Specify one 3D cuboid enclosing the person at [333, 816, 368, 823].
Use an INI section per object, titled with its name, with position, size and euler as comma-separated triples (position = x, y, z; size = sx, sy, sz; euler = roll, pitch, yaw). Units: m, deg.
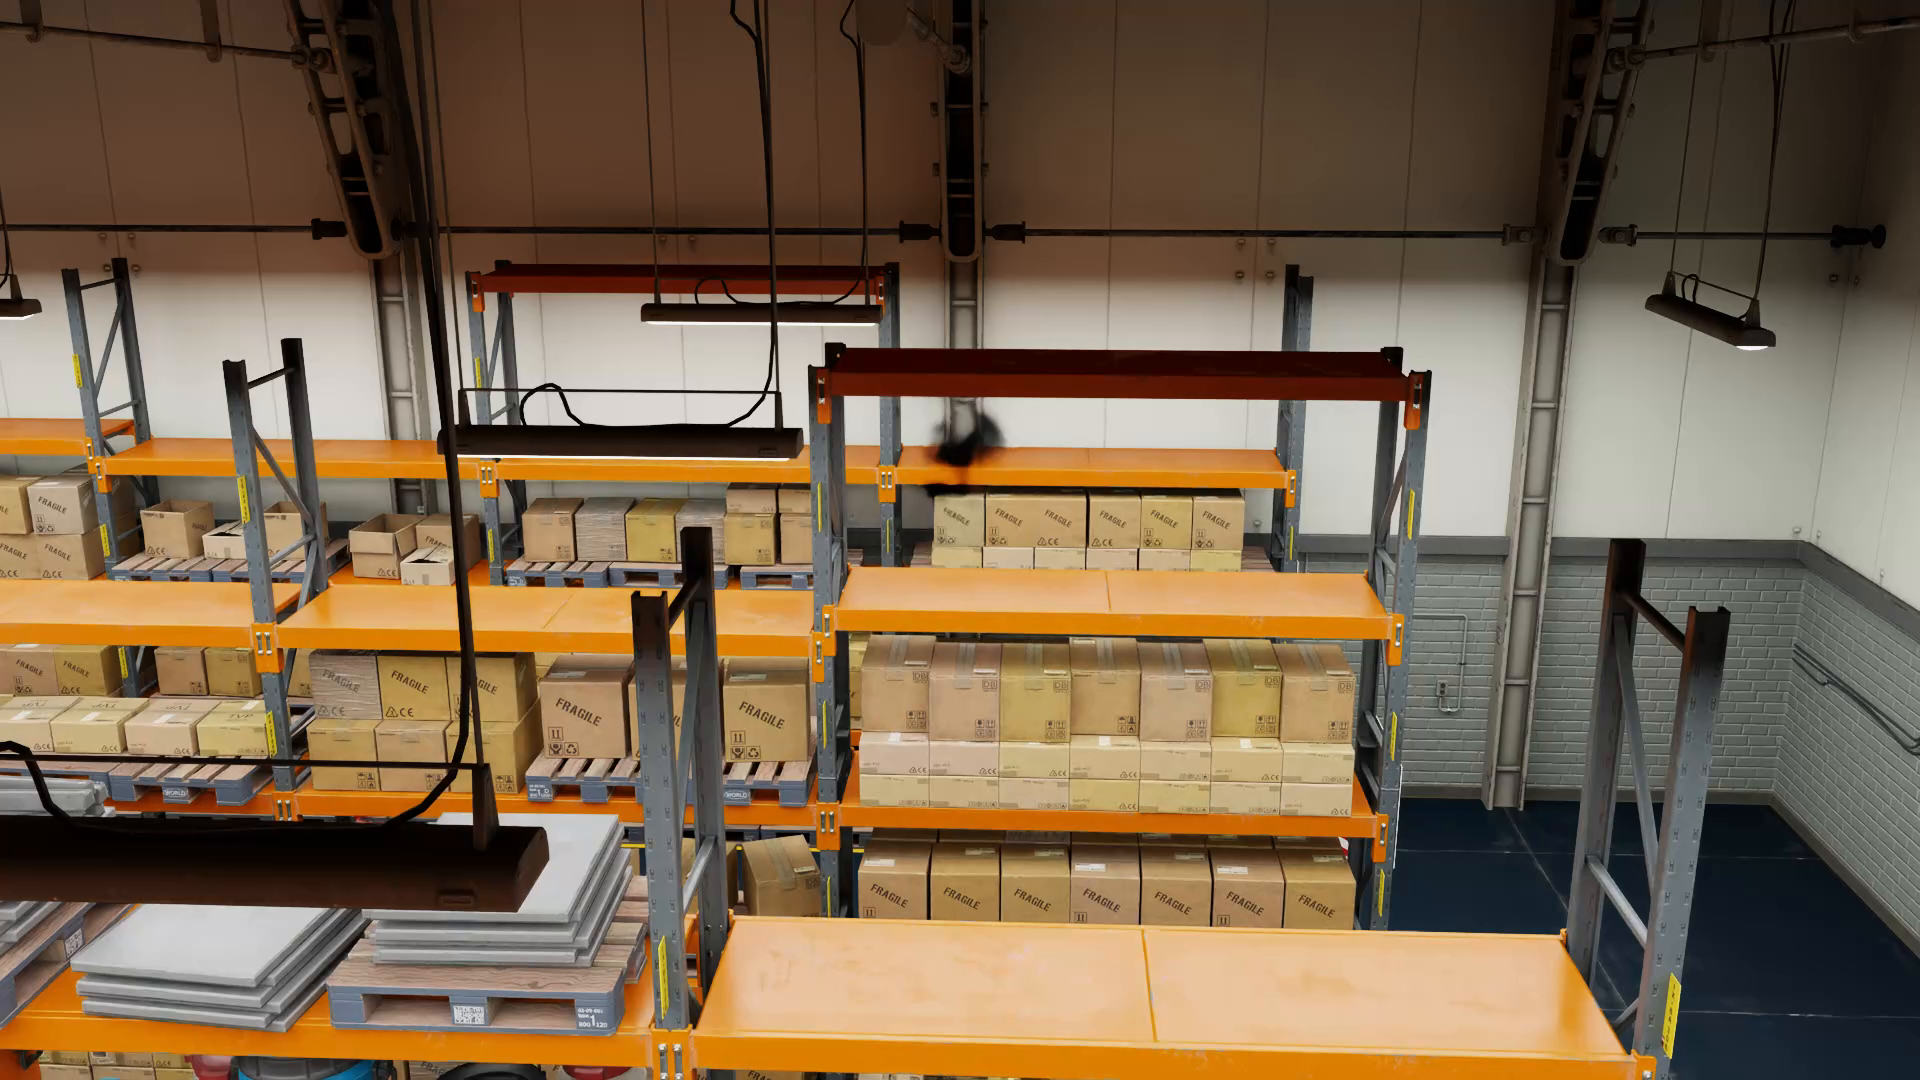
[person]
position = -5.407, 3.101, 14.804
size = 0.609, 1.744, 0.701
euler = 1, 16, 3
